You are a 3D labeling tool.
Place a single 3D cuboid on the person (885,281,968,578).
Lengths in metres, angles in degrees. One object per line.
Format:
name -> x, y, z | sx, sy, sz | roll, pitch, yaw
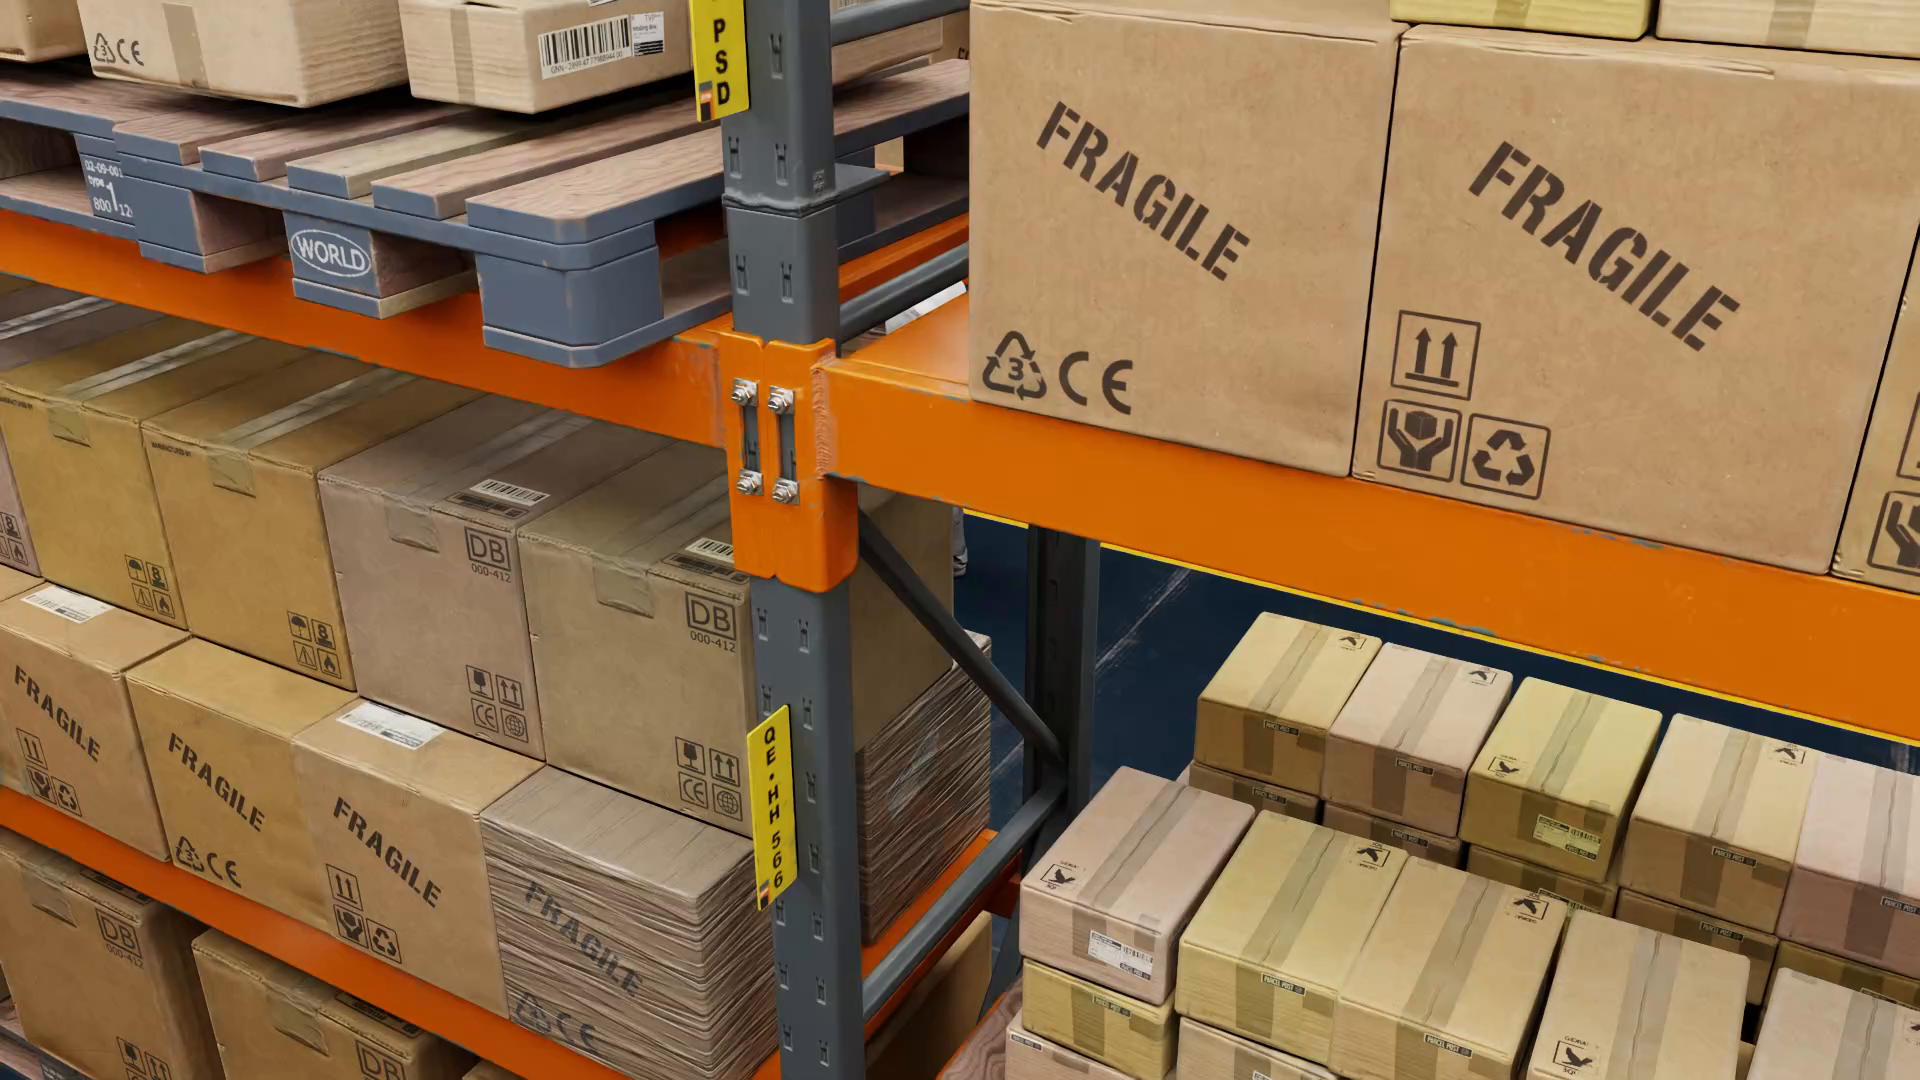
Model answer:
person -> -0.160, -0.580, 7.253 | 0.457, 1.773, 0.592 | 13, 29, 24
